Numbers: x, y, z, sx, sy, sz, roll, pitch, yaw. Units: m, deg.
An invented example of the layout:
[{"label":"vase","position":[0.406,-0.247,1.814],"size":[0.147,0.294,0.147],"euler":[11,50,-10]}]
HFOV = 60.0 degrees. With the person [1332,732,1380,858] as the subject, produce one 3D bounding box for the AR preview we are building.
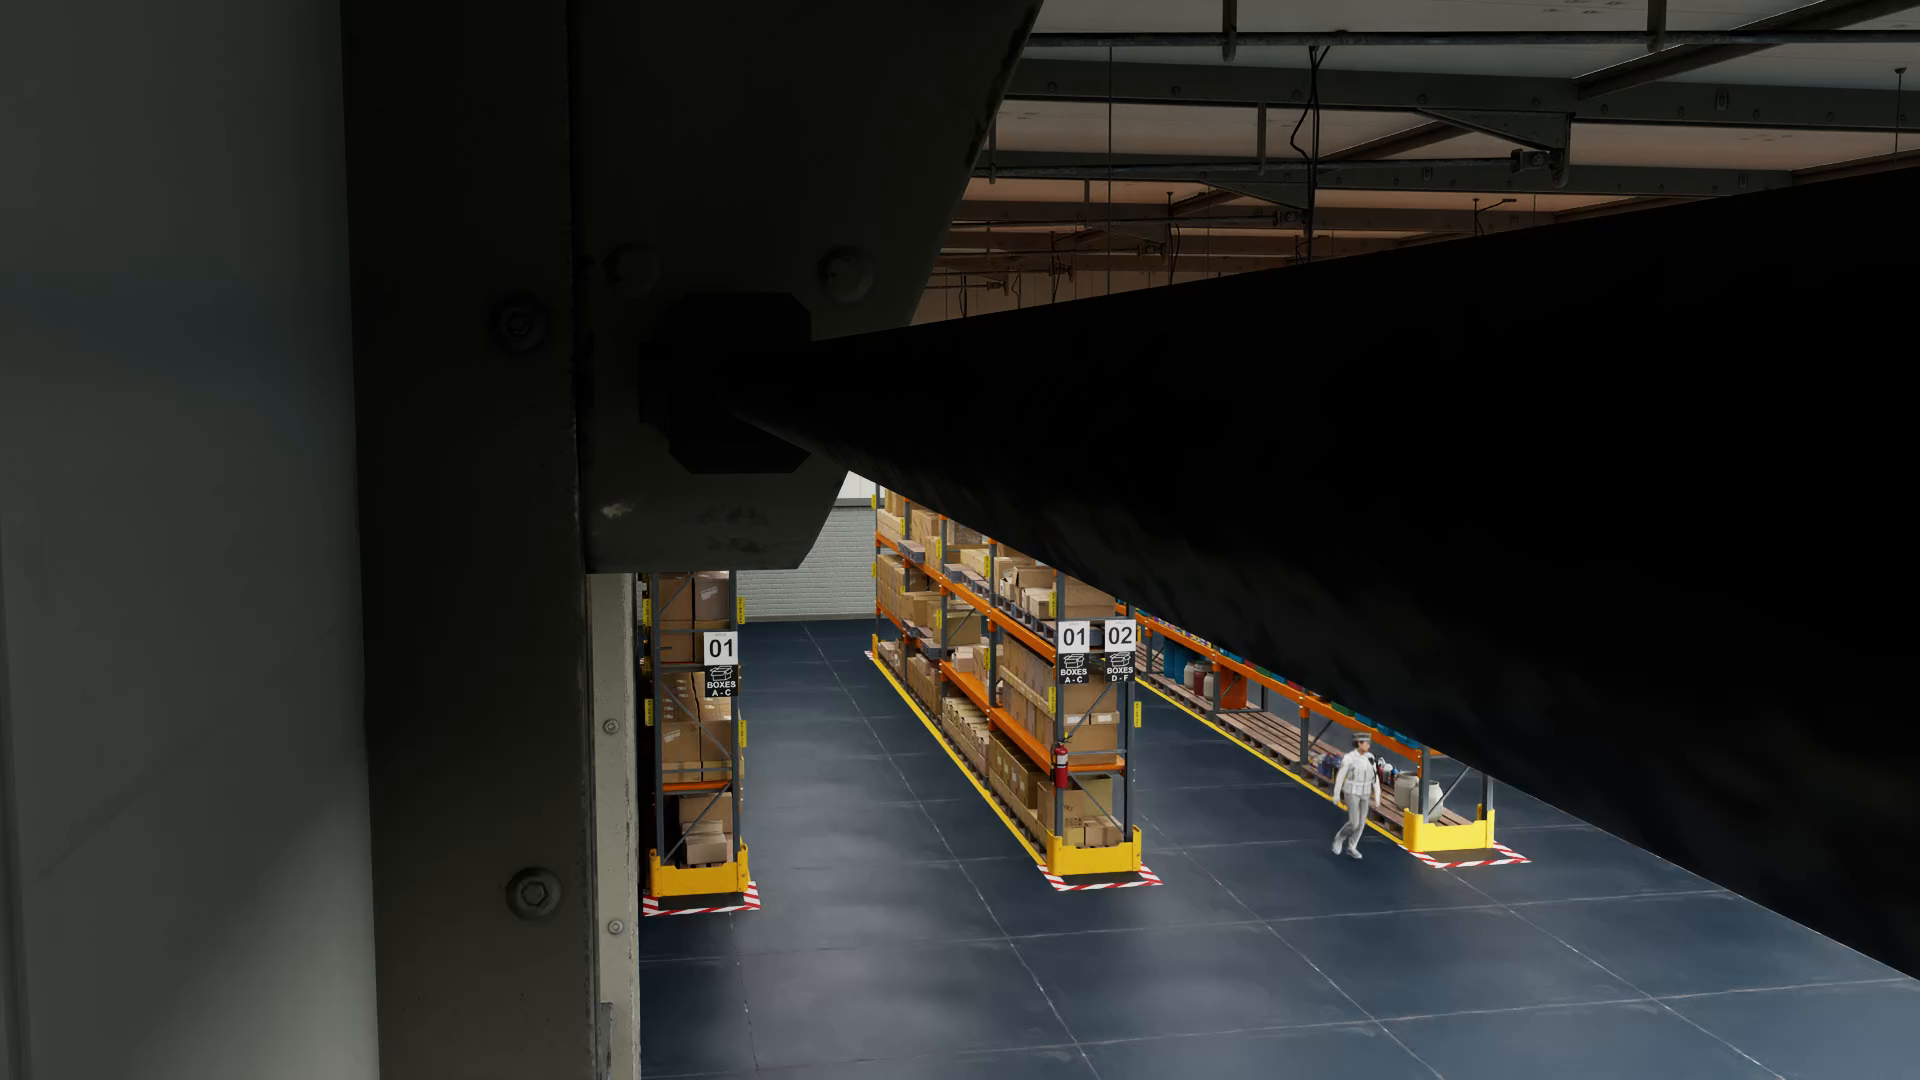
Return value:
[{"label":"person","position":[5.120,3.285,21.485],"size":[0.558,1.651,0.462],"euler":[-2,6,-23]}]
